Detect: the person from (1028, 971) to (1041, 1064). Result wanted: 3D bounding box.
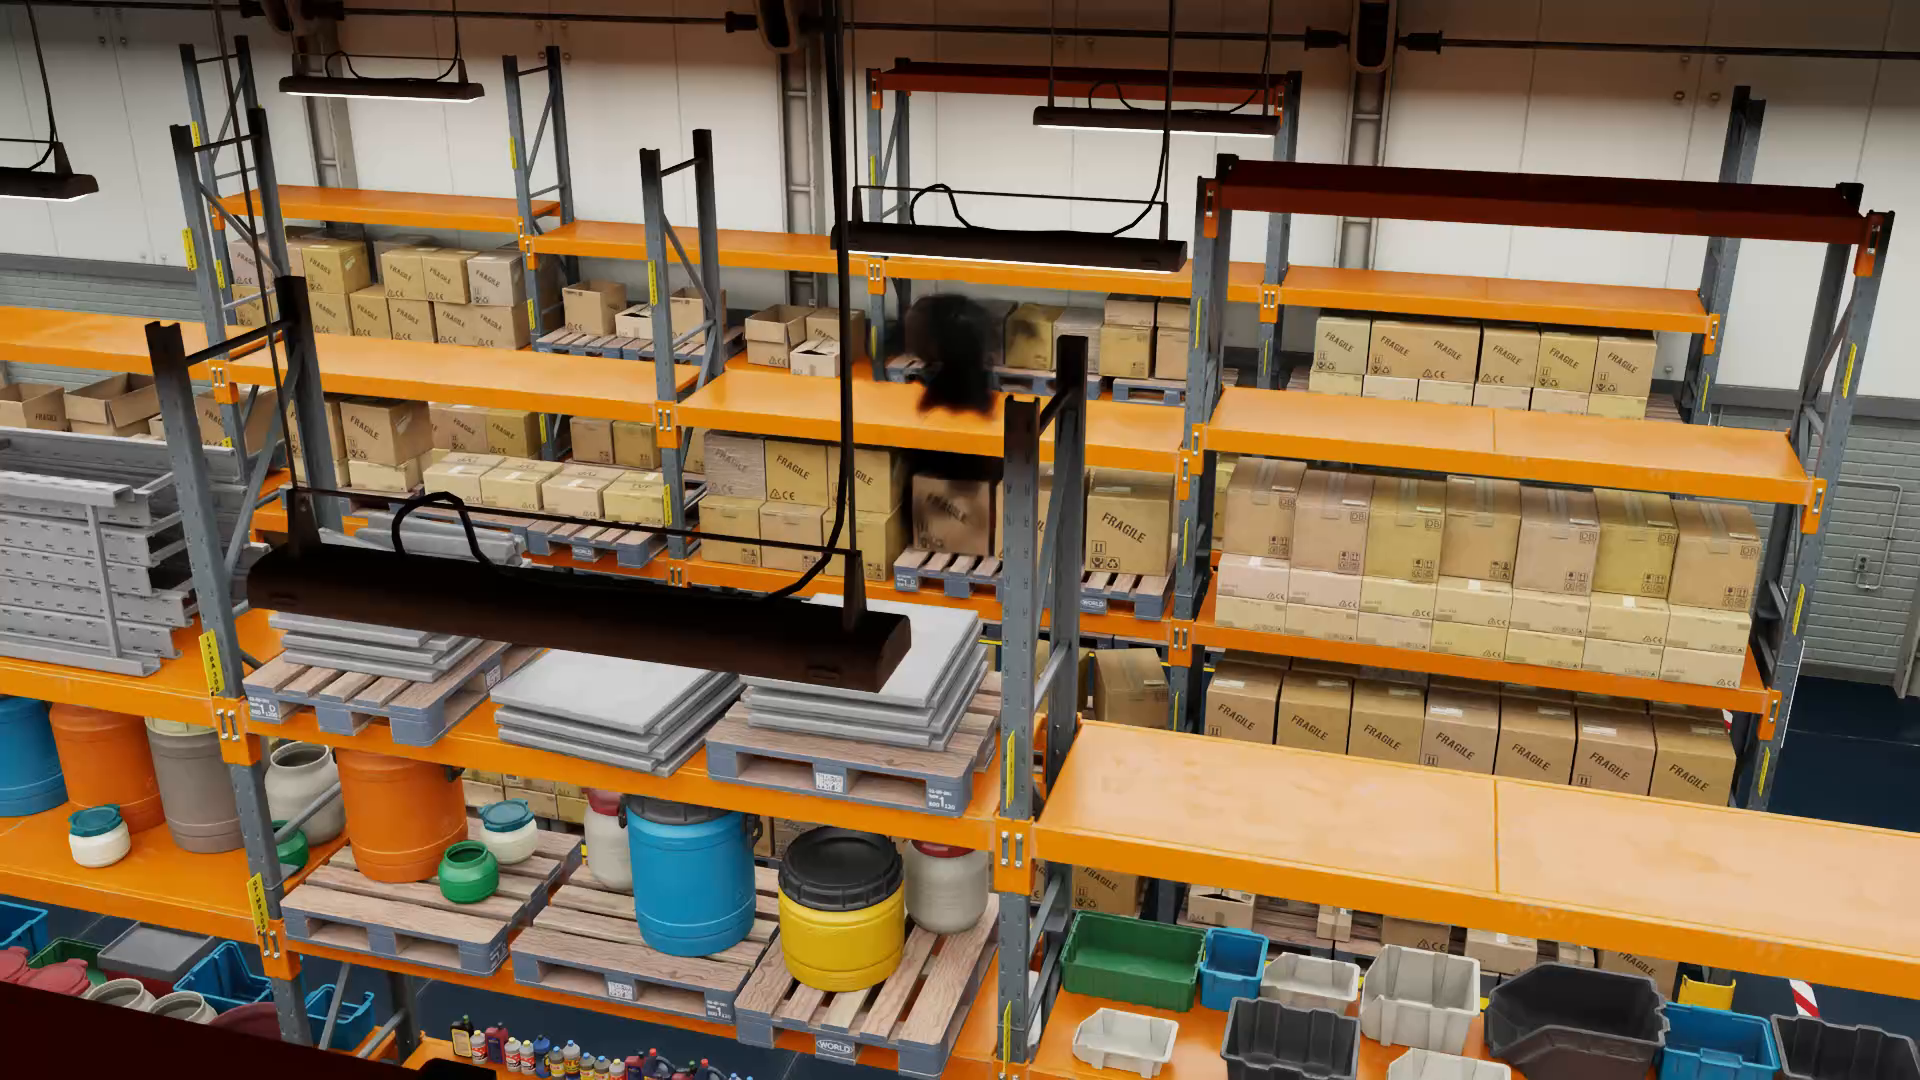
[{"bbox_3d":[0.368,3.188,10.833,0.742,1.714,0.650,13,26,28],"label":"person"}]
